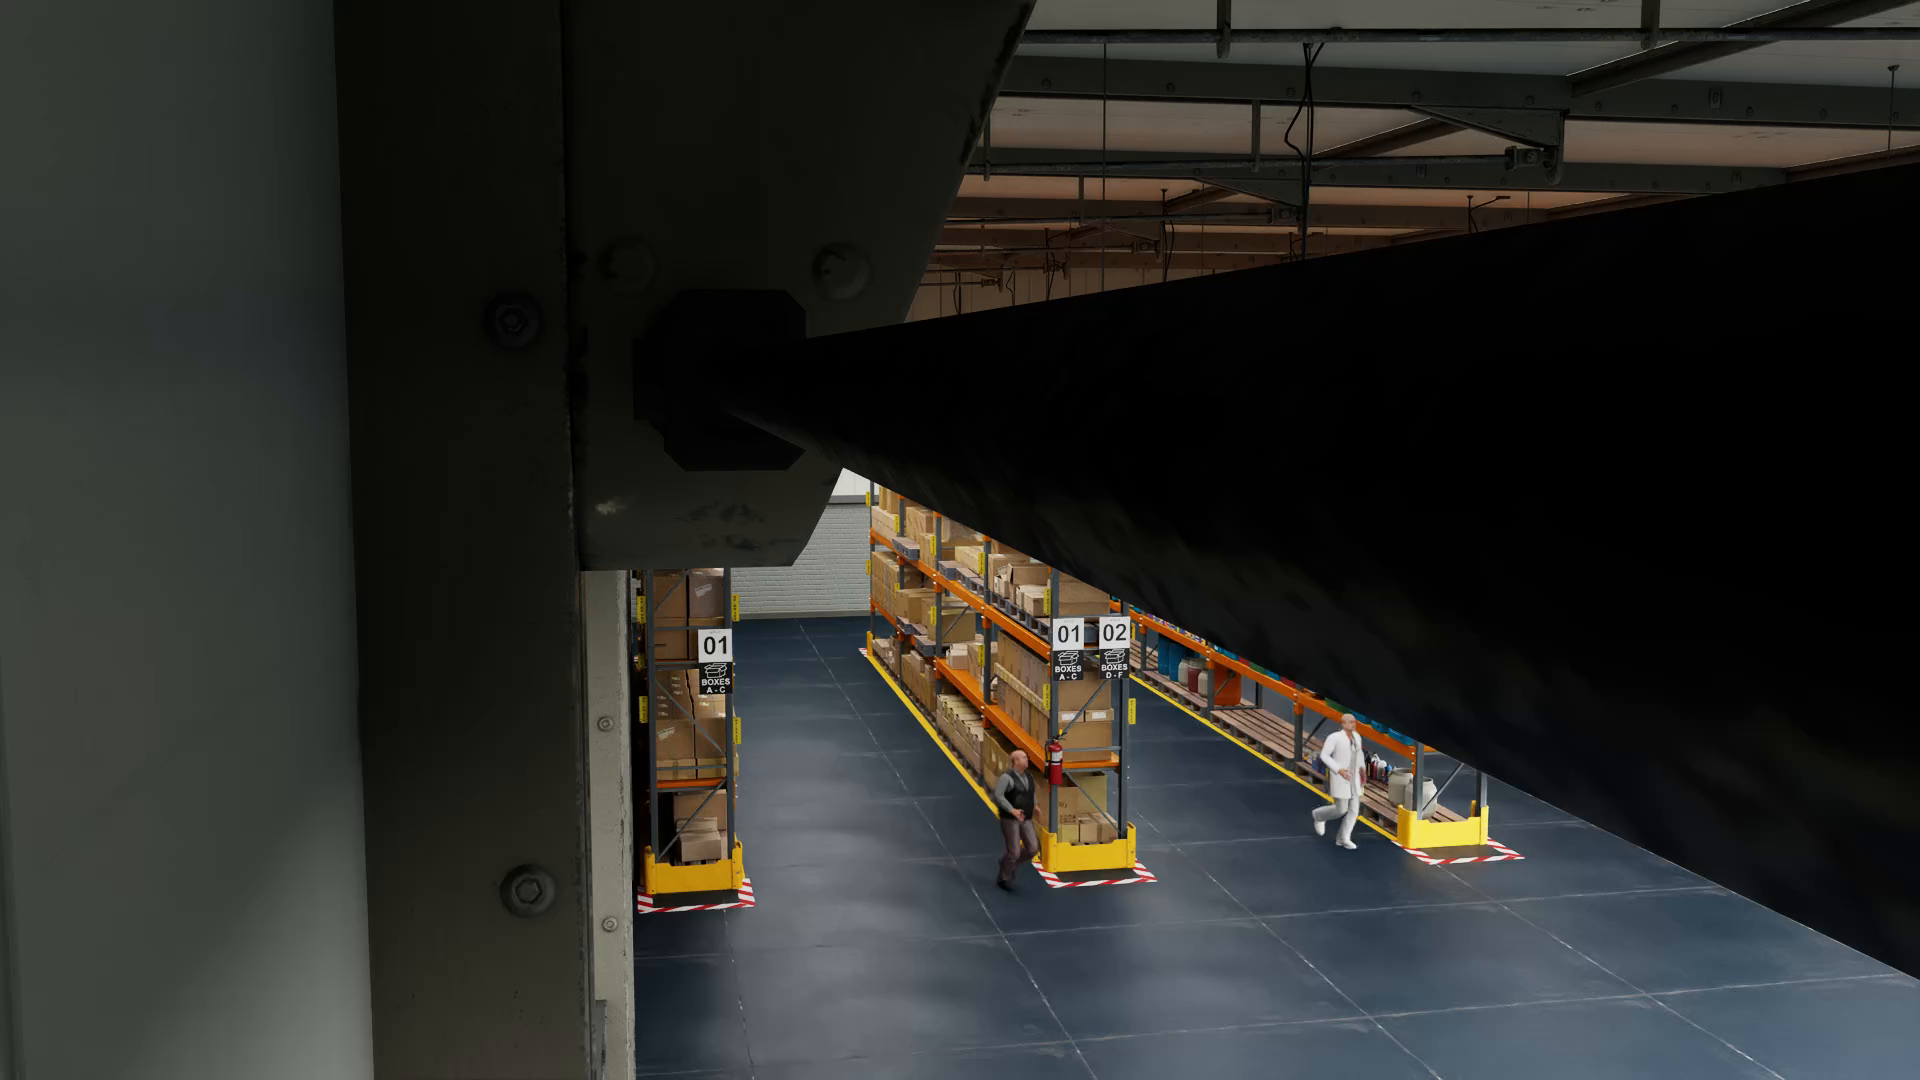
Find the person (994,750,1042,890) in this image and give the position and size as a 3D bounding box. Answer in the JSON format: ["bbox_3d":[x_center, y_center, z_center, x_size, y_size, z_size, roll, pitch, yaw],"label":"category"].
[{"bbox_3d":[0.746,3.396,20.202,0.728,1.674,0.497,-5,8,-42],"label":"person"}]

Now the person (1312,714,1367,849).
[{"bbox_3d":[5.103,3.162,22.051,0.737,1.734,0.808,-3,7,-30],"label":"person"}]
